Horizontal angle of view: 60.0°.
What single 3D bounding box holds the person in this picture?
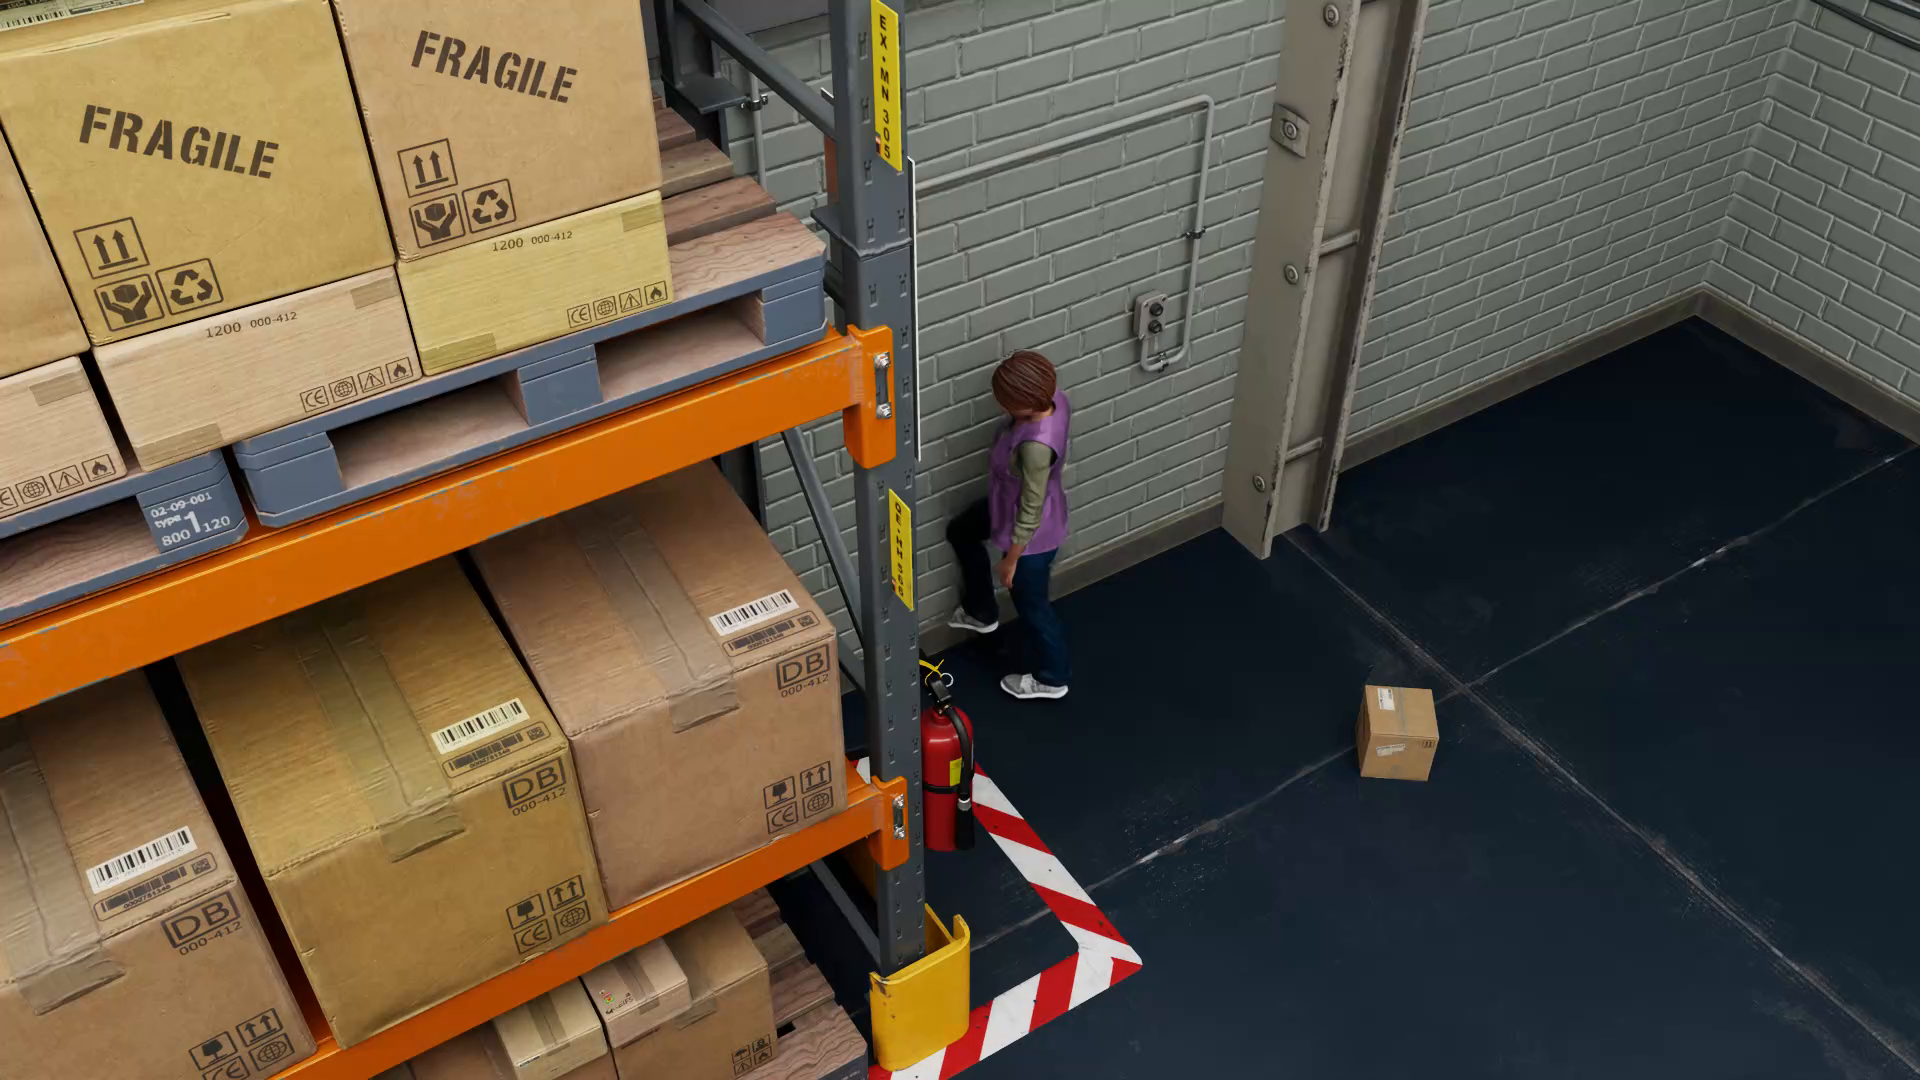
[{"bbox_3d":[0.172,-0.040,6.195,0.587,1.570,0.463,7,42,8],"label":"person"}]
